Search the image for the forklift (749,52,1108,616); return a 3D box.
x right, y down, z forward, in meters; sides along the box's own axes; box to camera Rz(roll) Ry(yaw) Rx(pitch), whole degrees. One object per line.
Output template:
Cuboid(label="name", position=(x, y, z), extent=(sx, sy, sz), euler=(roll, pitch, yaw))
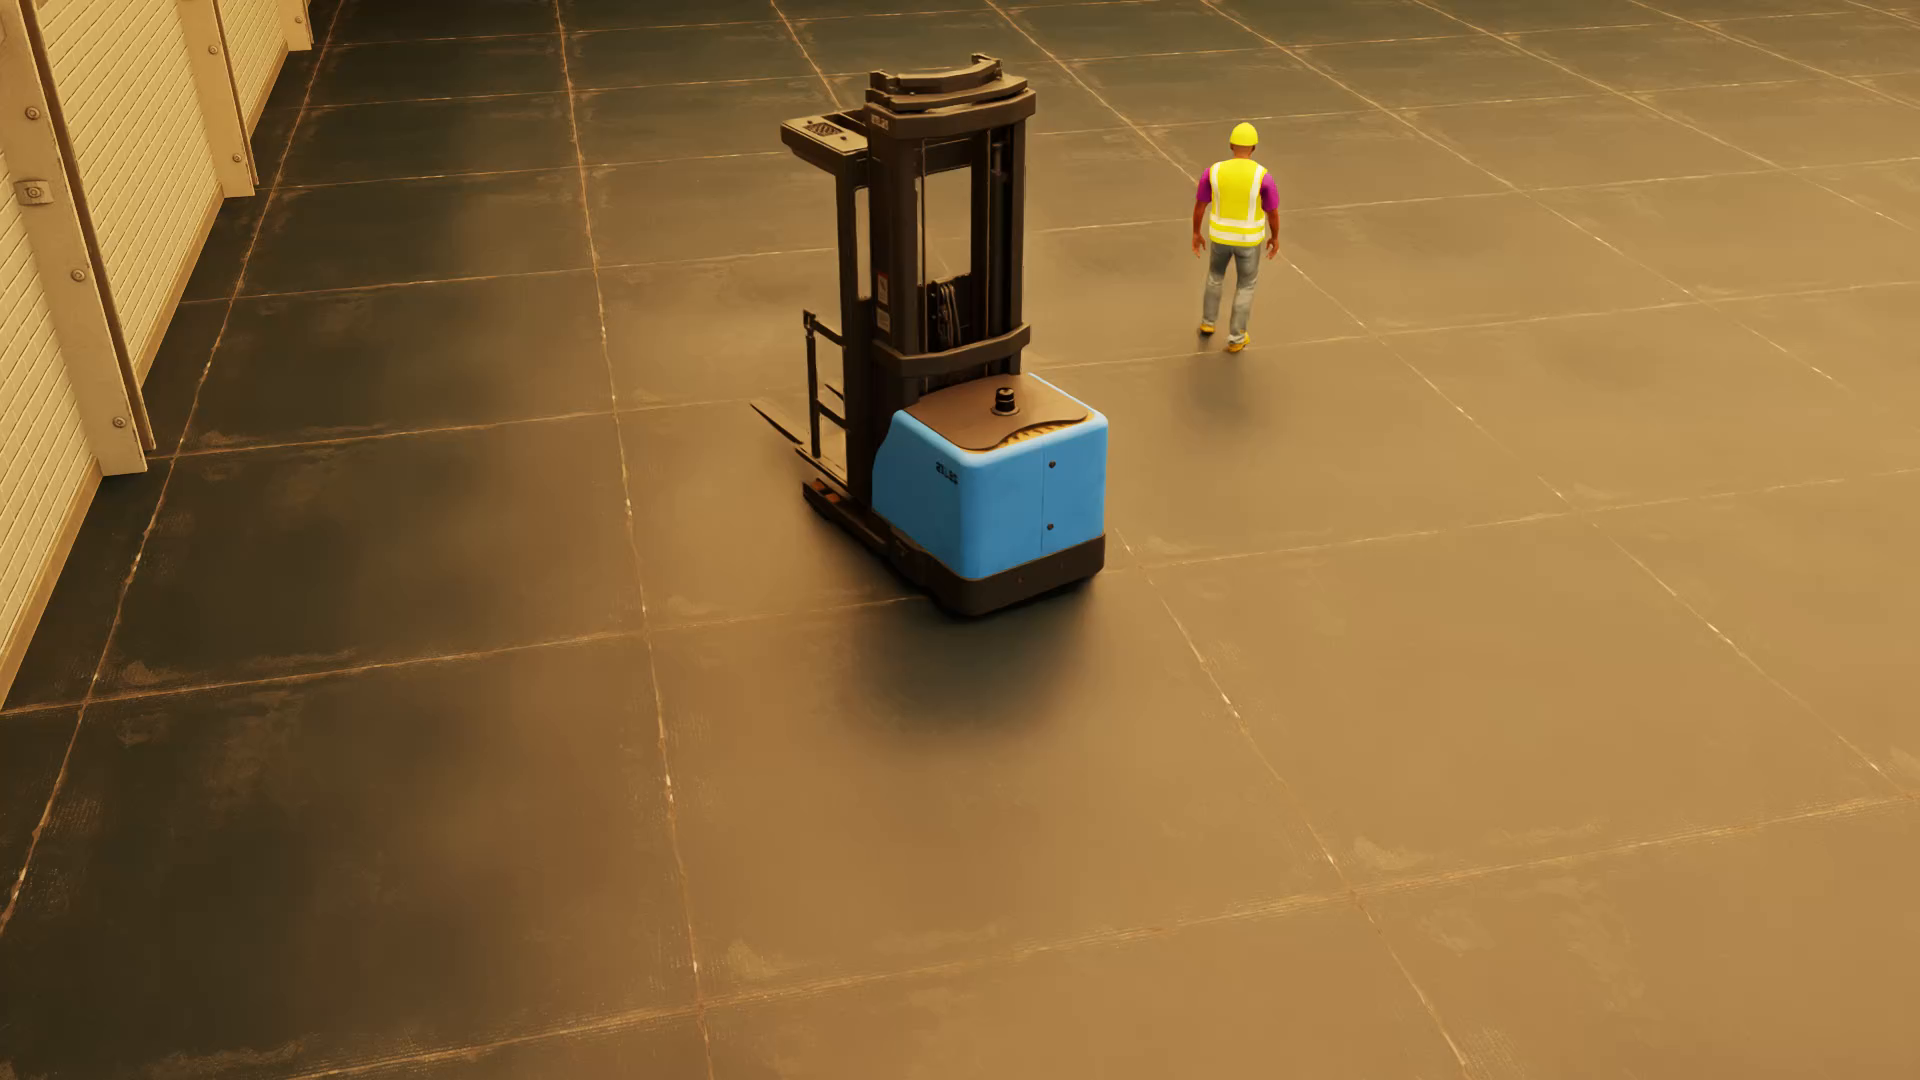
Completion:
Cuboid(label="forklift", position=(-0.368, -1.524, 10.207), extent=(1.130, 2.935, 3.031), euler=(-19, 35, -29))

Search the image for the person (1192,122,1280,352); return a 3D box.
Cuboid(label="person", position=(2.150, -2.342, 12.859), extent=(0.663, 1.801, 0.538), euler=(12, 32, 20))
